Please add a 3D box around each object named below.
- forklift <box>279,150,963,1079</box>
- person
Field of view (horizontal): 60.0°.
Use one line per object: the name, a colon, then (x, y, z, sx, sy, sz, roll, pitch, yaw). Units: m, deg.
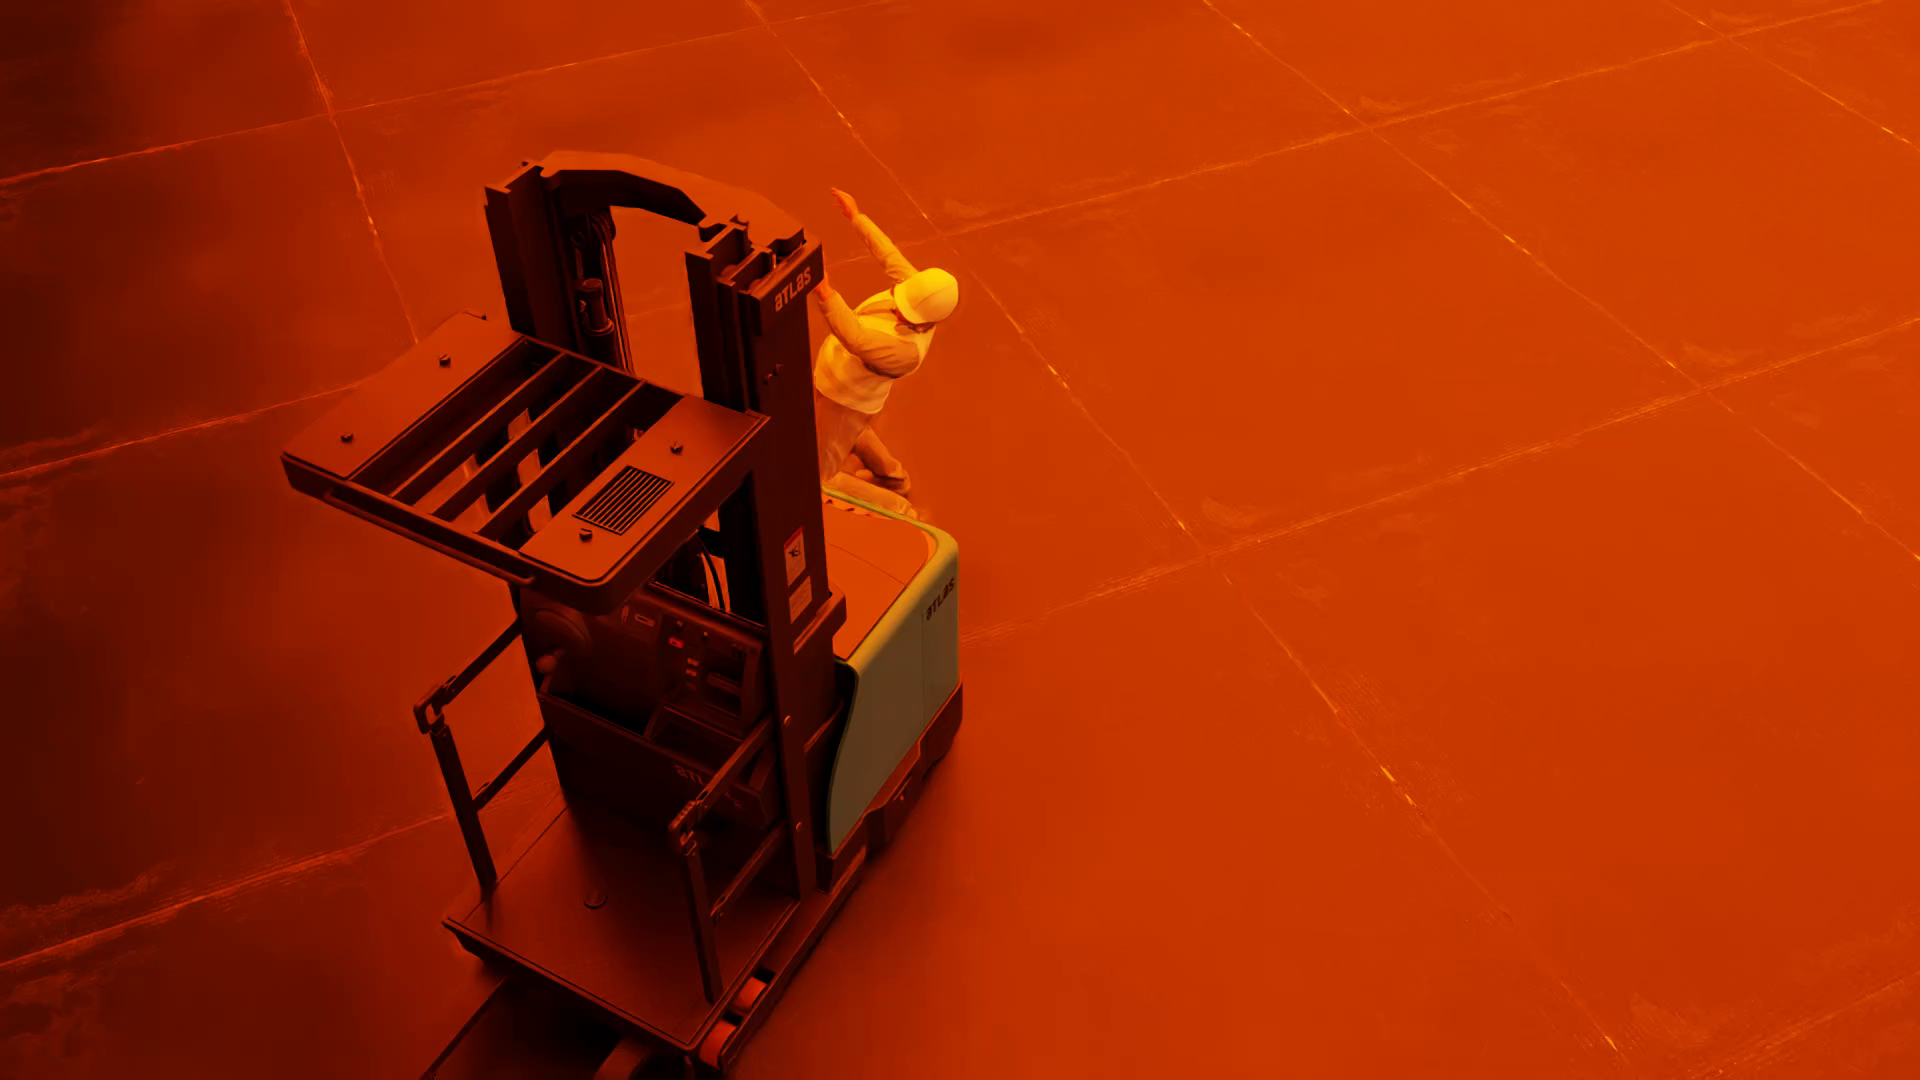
forklift: (-1.138, 0.421, 5.229, 1.130, 2.935, 3.031, 20, 47, 21)
person: (-0.345, -0.803, 7.501, 0.705, 1.595, 1.018, 2, 43, 2)
